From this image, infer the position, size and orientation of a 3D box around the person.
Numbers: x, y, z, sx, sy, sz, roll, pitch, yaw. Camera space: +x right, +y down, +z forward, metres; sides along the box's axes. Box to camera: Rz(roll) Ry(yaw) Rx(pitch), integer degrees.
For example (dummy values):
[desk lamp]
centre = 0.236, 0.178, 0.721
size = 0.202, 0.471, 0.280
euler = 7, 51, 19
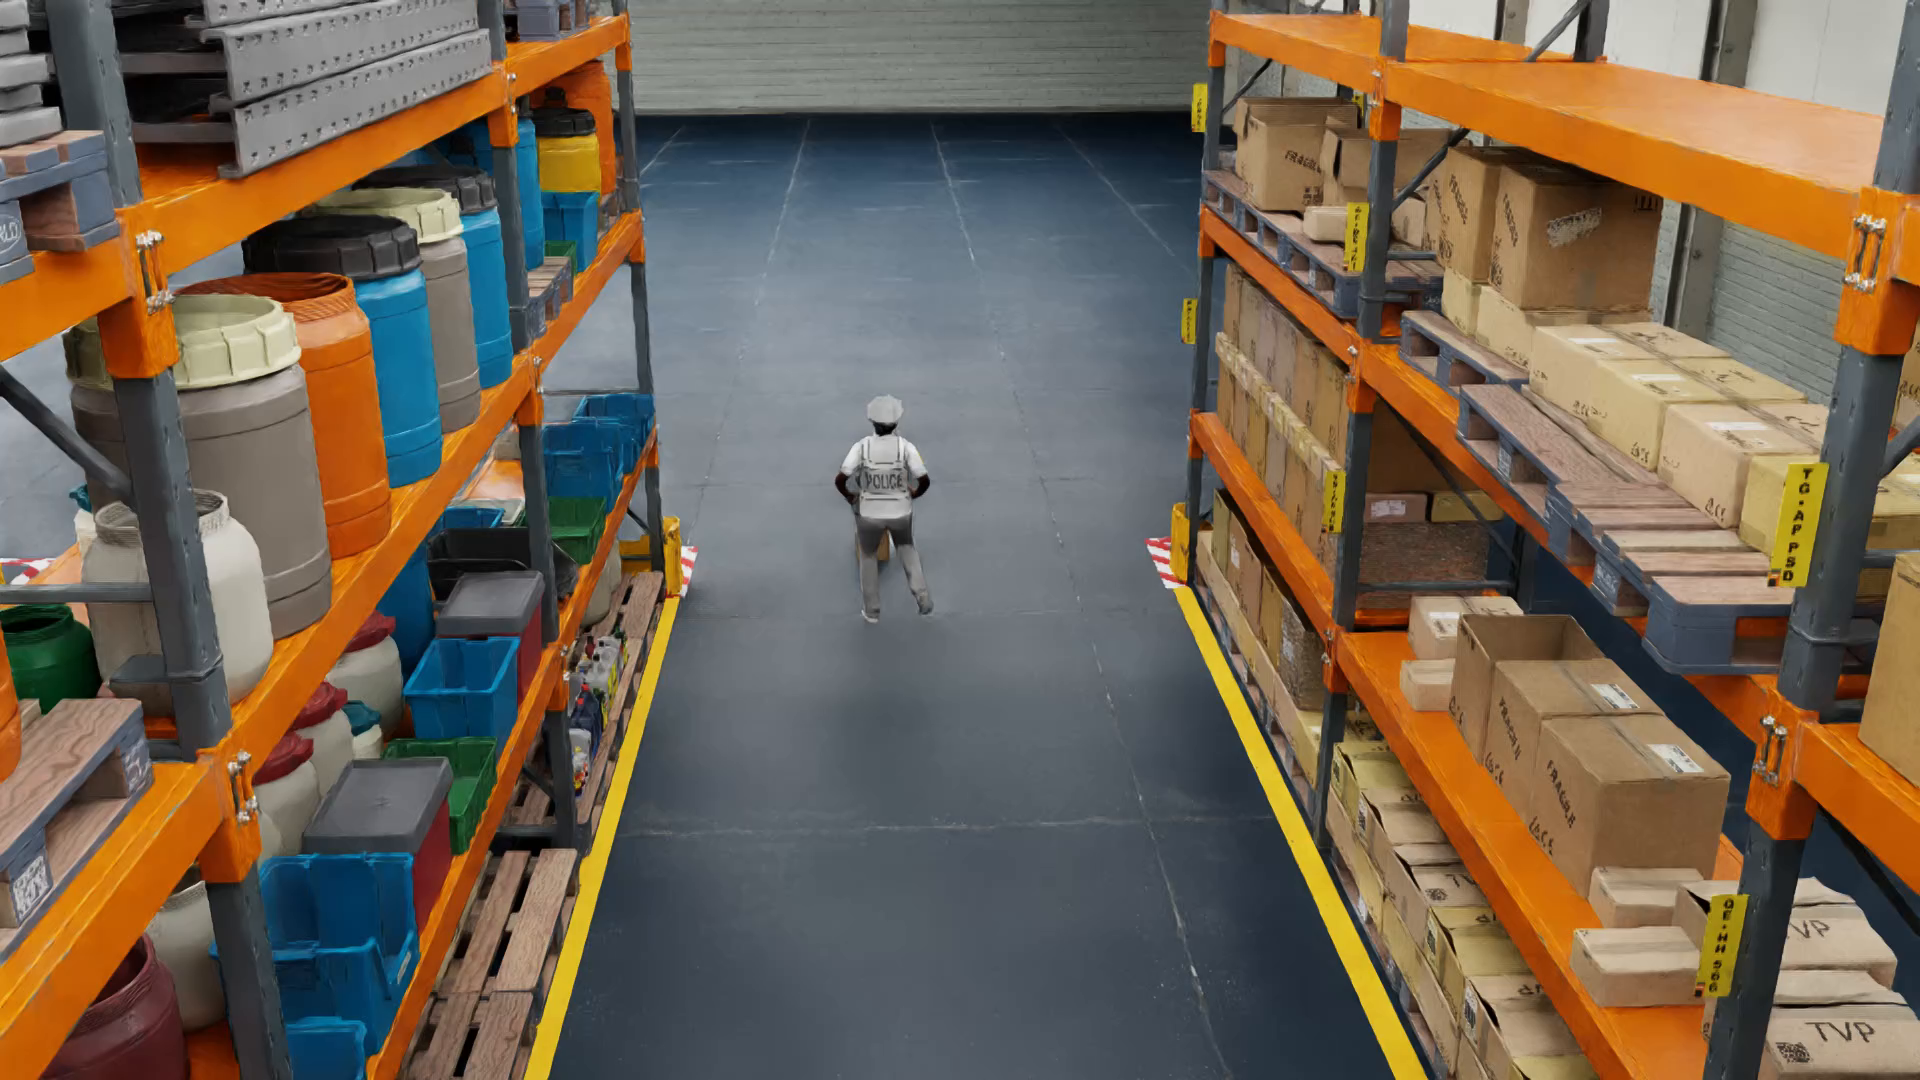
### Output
[person]
centre = -0.538, -0.209, 11.644
size = 0.673, 1.665, 0.466
euler = -3, 21, -9
